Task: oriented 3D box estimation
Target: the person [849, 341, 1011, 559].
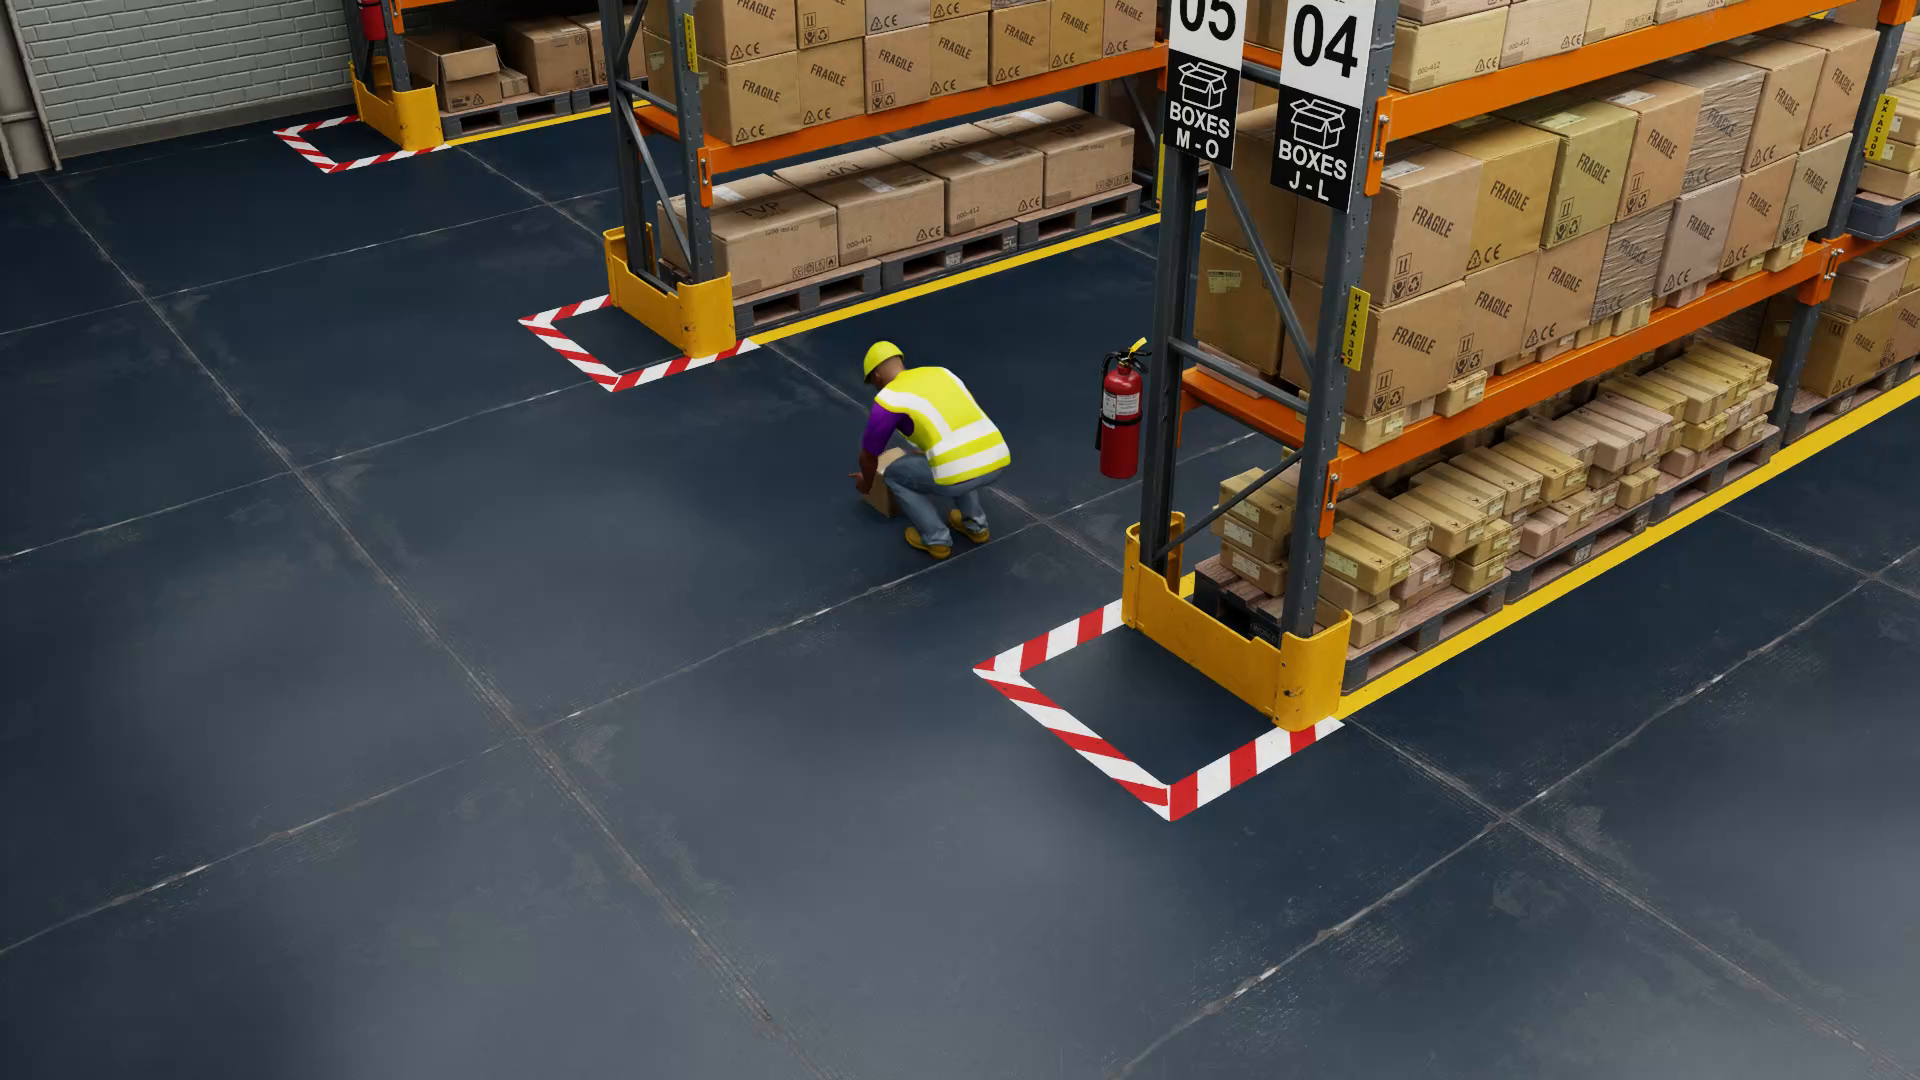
[{"bbox_3d":[-0.171,-0.461,8.585,0.584,0.994,0.894,-22,38,-31],"label":"person"}]
